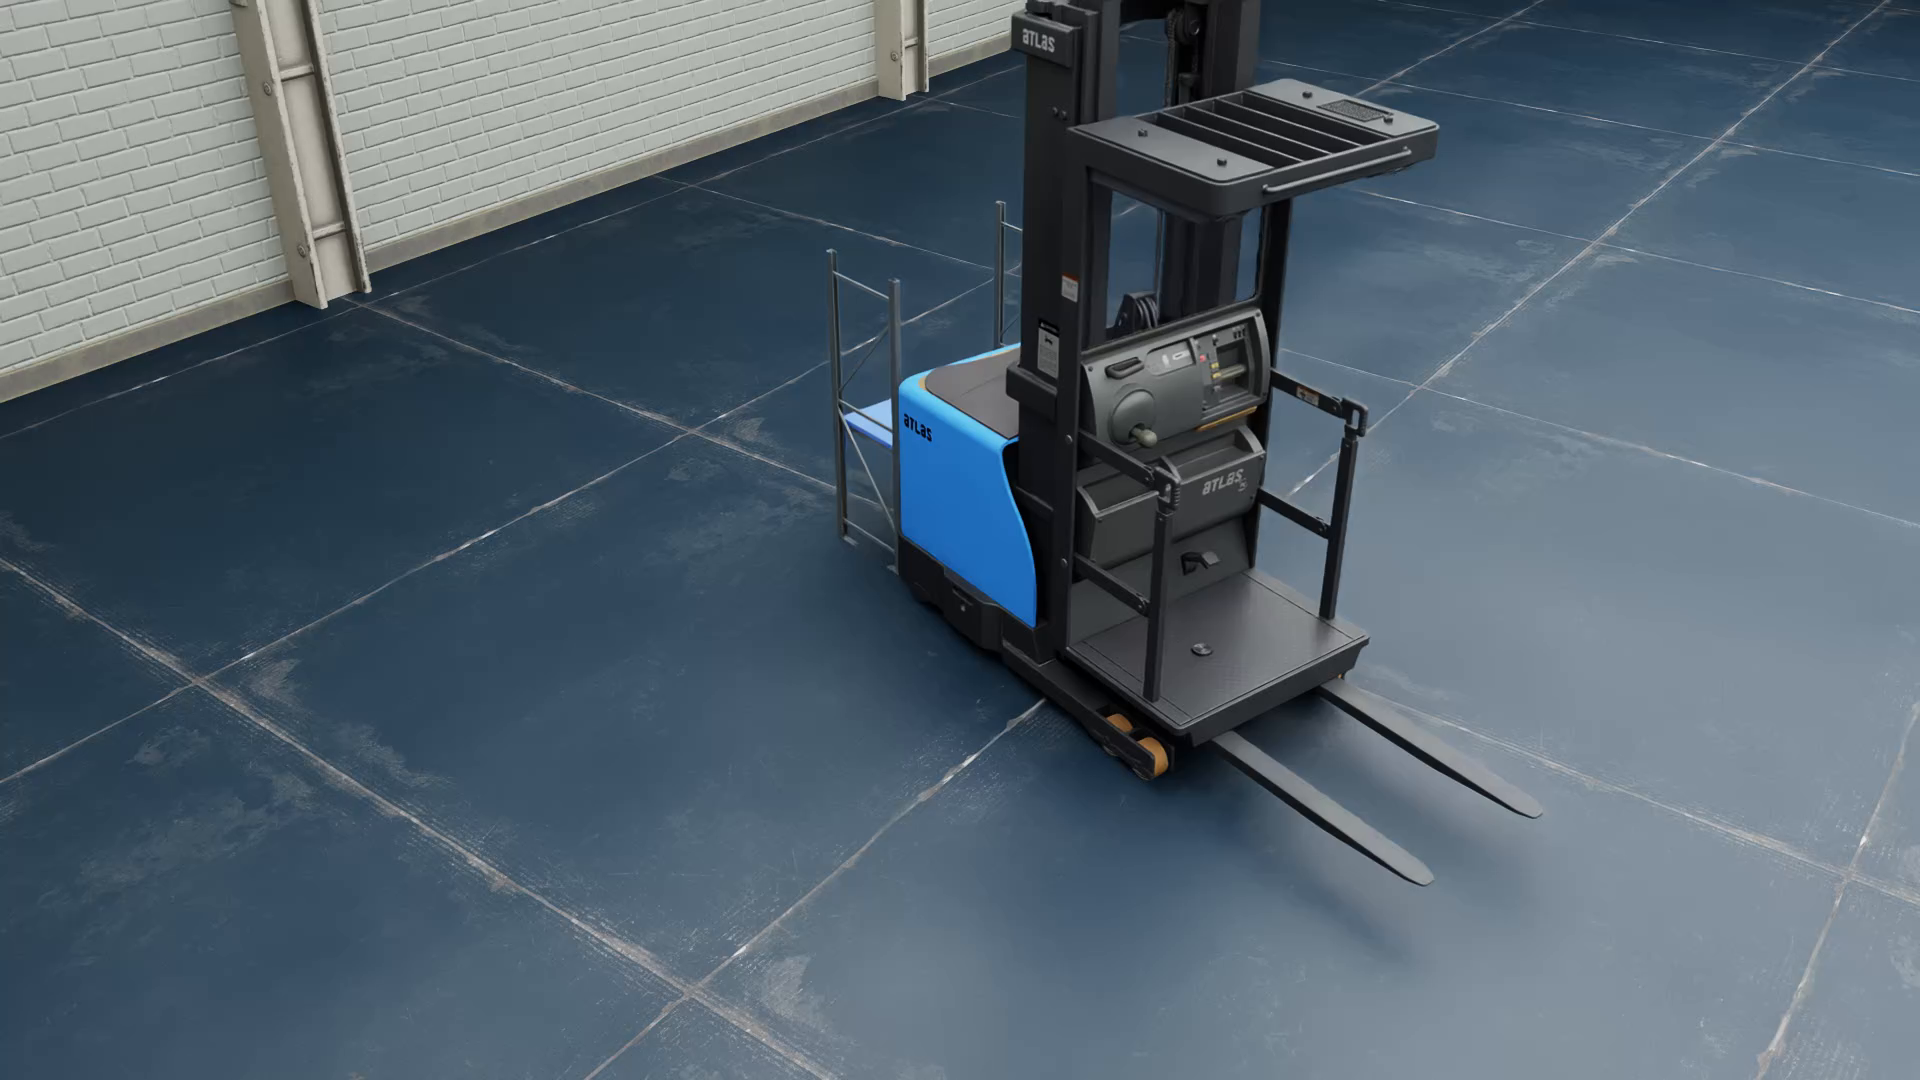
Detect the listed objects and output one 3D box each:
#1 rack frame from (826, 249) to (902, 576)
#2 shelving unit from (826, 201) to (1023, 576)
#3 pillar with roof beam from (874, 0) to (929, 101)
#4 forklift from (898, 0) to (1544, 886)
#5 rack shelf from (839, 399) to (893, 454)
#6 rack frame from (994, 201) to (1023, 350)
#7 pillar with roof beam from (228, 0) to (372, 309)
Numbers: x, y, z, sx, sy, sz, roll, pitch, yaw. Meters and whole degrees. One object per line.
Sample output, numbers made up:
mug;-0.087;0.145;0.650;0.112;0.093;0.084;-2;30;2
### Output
rack frame;-0.432;-0.570;7.740;0.032;1.500;0.500;-23;38;-34
shelving unit;-0.044;-0.737;8.023;1.048;1.500;0.538;-23;38;-34
pillar with roof beam;2.911;-6.607;10.572;9.100;9.000;0.400;21;37;31
forklift;0.987;-0.589;6.368;1.130;2.935;3.031;-21;36;-31
rack shelf;-0.044;-0.583;8.115;1.000;0.185;0.538;-23;38;-34
rack frame;0.343;-0.905;8.306;0.032;1.500;0.500;-23;38;-34
pillar with roof beam;-0.711;-4.168;6.457;9.100;9.000;0.400;21;37;31
